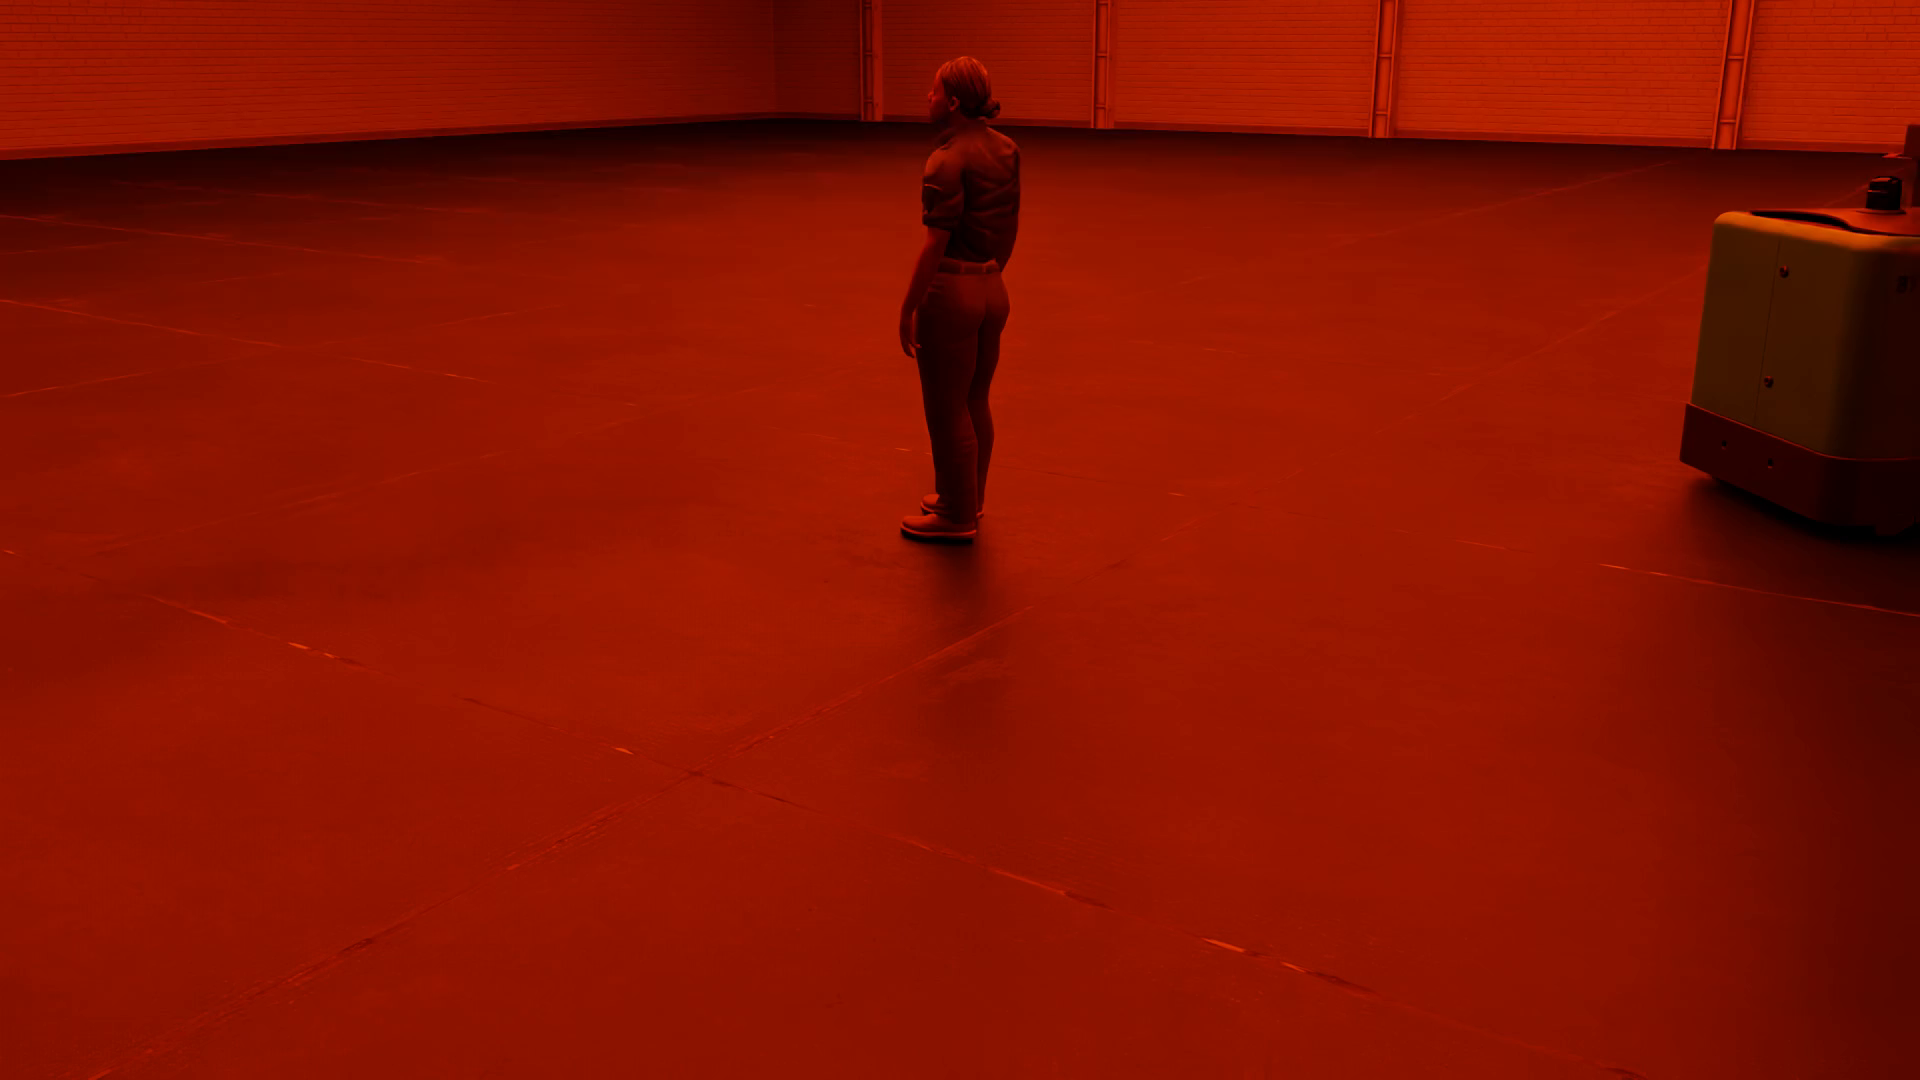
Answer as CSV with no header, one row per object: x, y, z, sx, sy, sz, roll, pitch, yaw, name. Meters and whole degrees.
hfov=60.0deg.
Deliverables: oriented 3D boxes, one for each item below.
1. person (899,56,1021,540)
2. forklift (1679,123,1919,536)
-0.061,-0.818,5.773,0.504,1.654,0.569,11,20,33,person
4.488,-1.585,6.132,3.031,2.935,1.130,-2,17,-7,forklift
